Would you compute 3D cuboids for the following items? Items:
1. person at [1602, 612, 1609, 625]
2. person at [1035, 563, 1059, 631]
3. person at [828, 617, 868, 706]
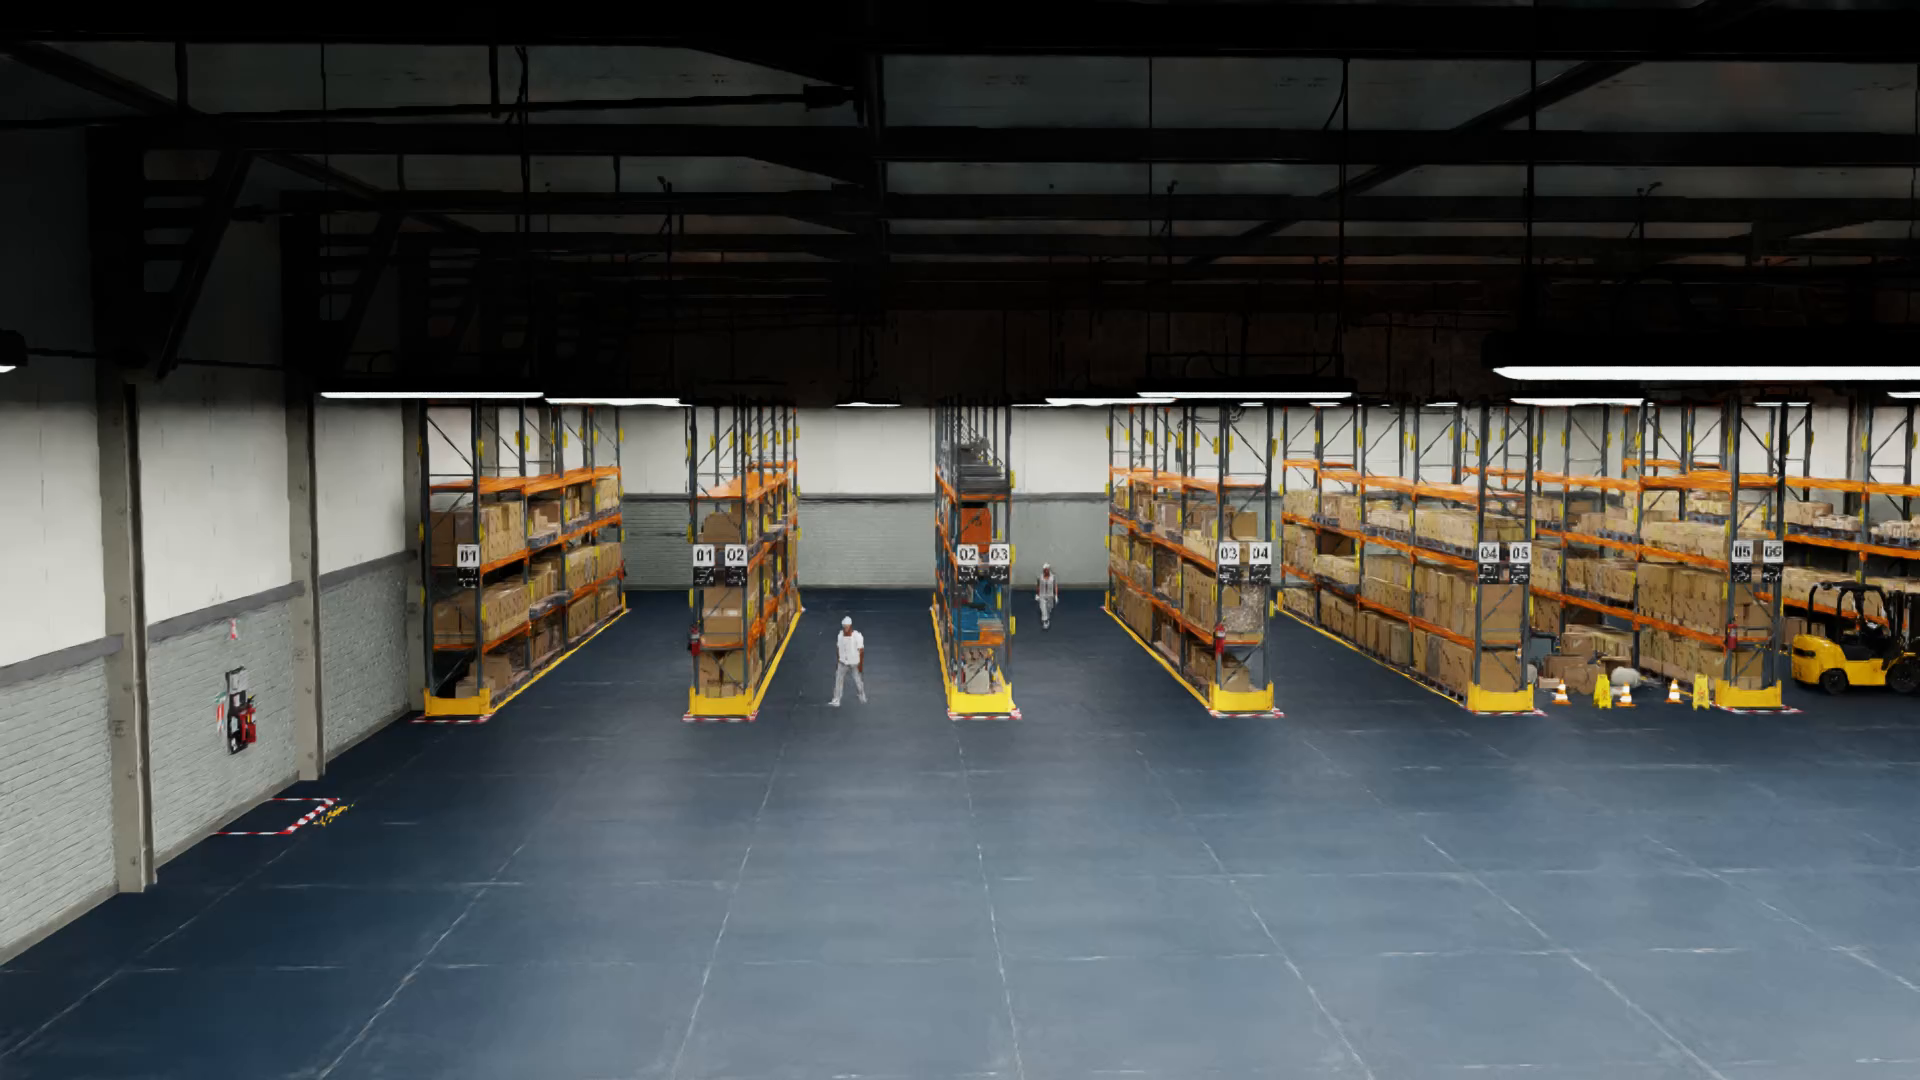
[{"bbox_3d":[16.481,1.551,42.748,0.450,1.599,0.467,2,5,29],"label":"person"},{"bbox_3d":[2.261,1.463,43.121,0.565,1.736,1.045,0,5,-3],"label":"person"},{"bbox_3d":[-2.154,2.342,32.129,0.620,1.723,0.958,2,5,21],"label":"person"}]
